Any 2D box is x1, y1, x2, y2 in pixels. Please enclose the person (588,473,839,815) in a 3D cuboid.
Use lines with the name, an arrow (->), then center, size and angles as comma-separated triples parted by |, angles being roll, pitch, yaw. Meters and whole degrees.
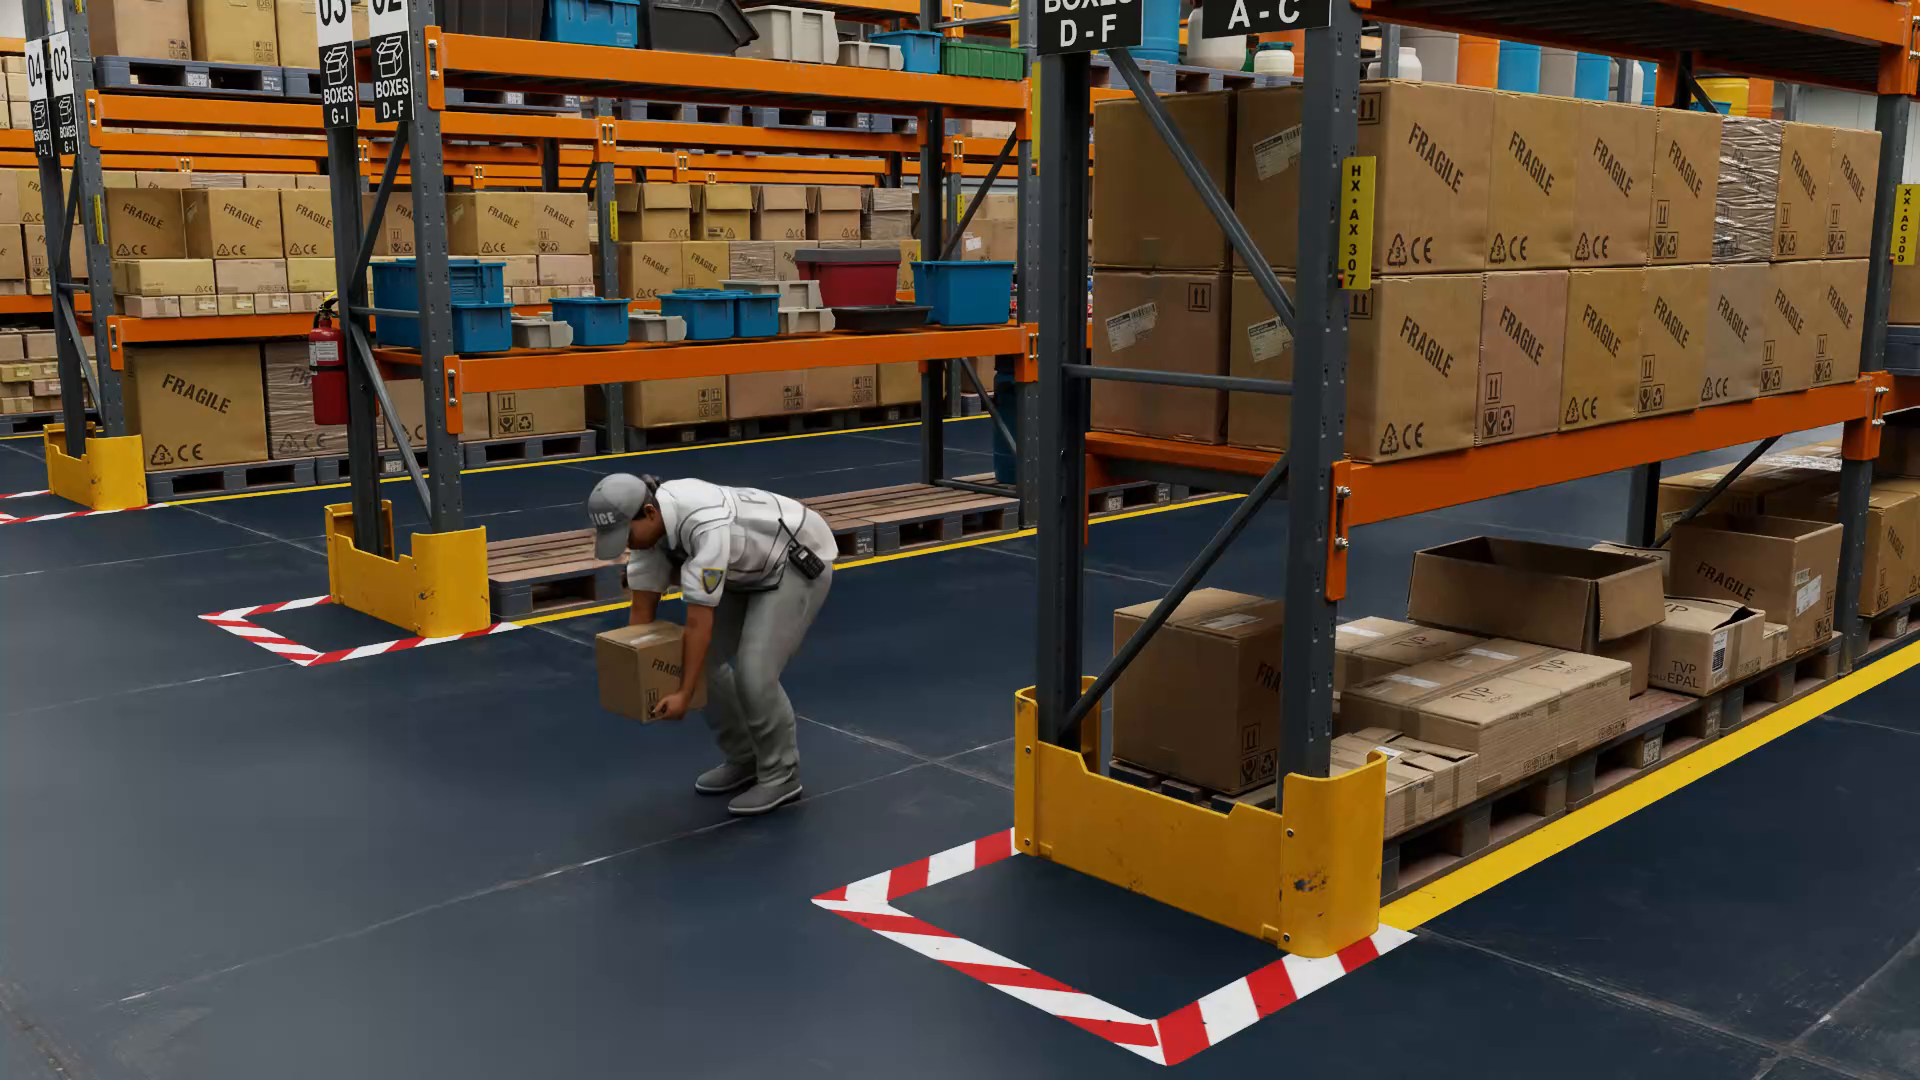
person -> -0.827, 0.323, 5.535 | 0.476, 1.177, 0.916 | 10, 15, 43
